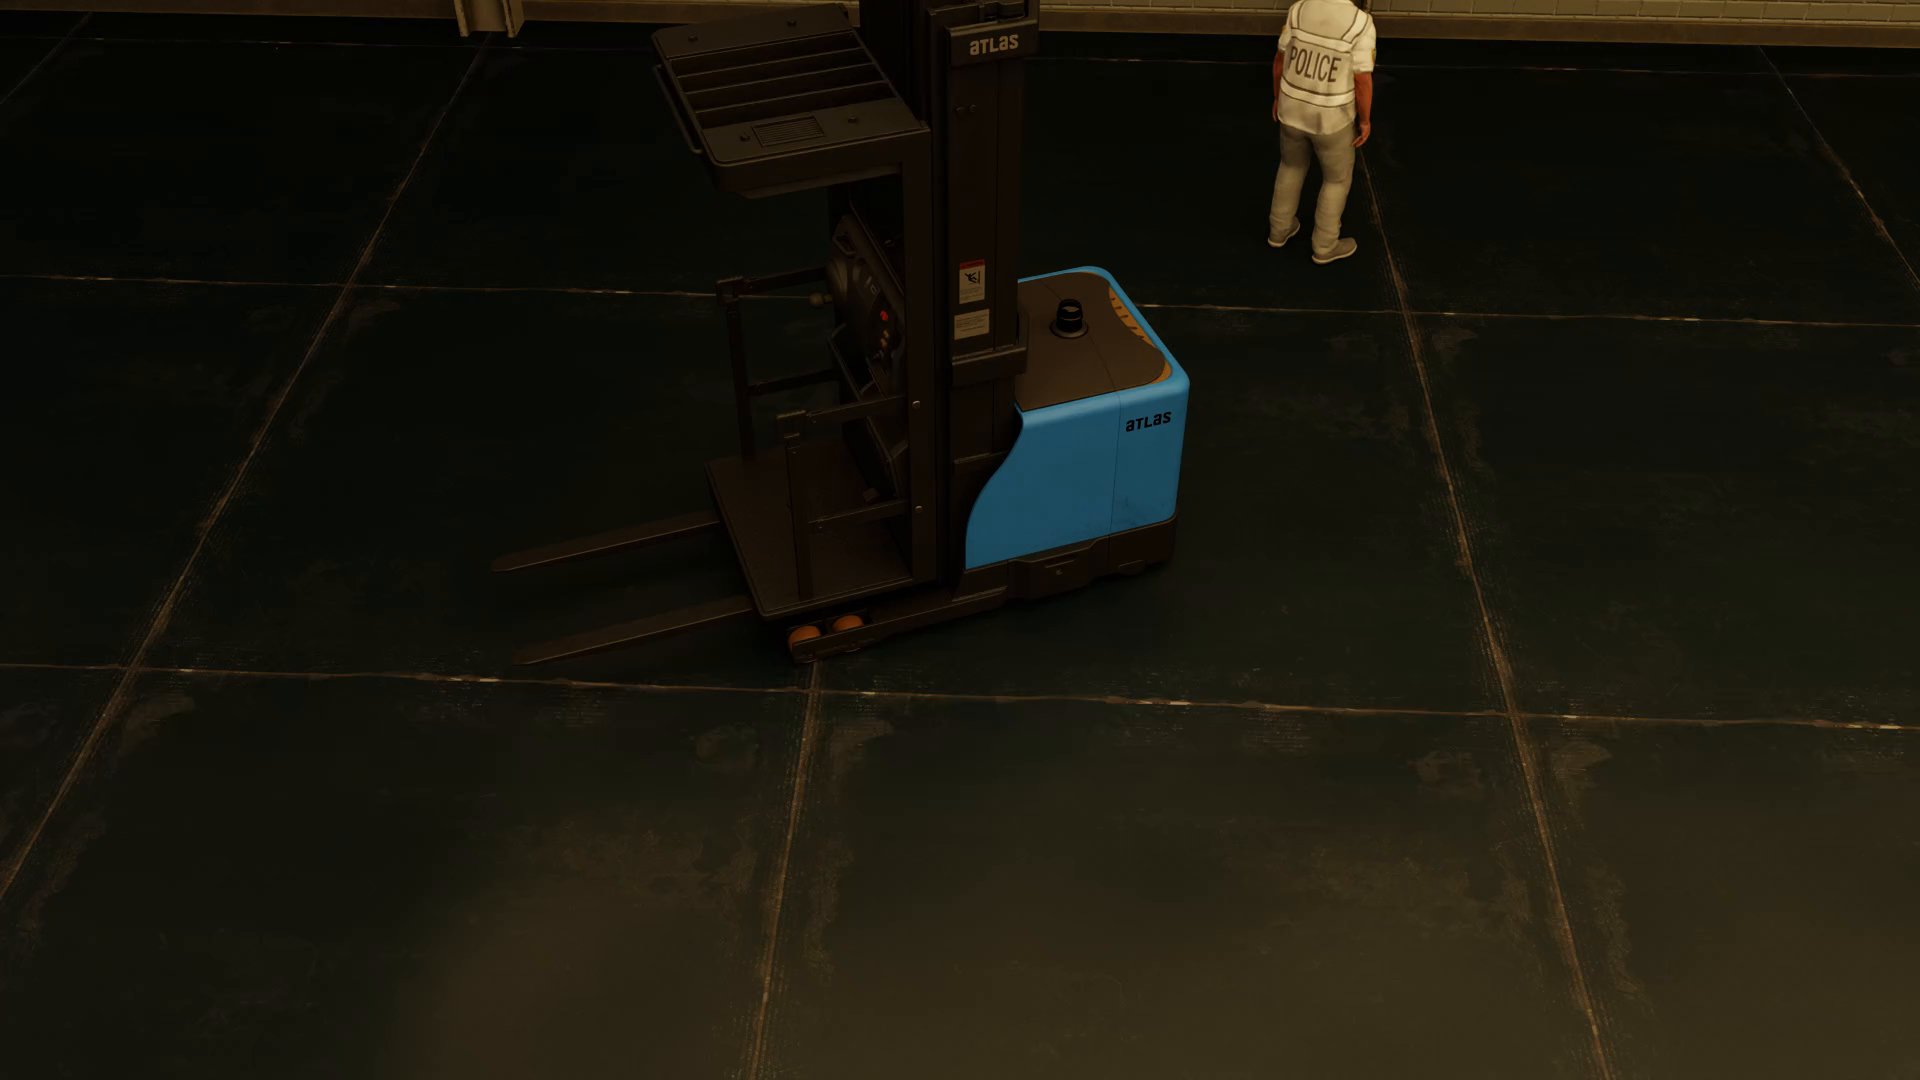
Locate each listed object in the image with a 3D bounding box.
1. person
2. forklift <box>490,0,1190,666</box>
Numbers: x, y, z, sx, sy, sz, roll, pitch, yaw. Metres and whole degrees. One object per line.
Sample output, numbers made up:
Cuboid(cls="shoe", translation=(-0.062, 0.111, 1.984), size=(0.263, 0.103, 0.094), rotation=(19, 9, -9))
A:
Cuboid(cls="person", translation=(1.995, -2.373, 9.219), size=(0.600, 1.747, 0.443), rotation=(26, 49, 26))
Cuboid(cls="forklift", translation=(-0.573, -0.945, 6.778), size=(3.031, 2.935, 1.130), rotation=(-13, 44, -14))
